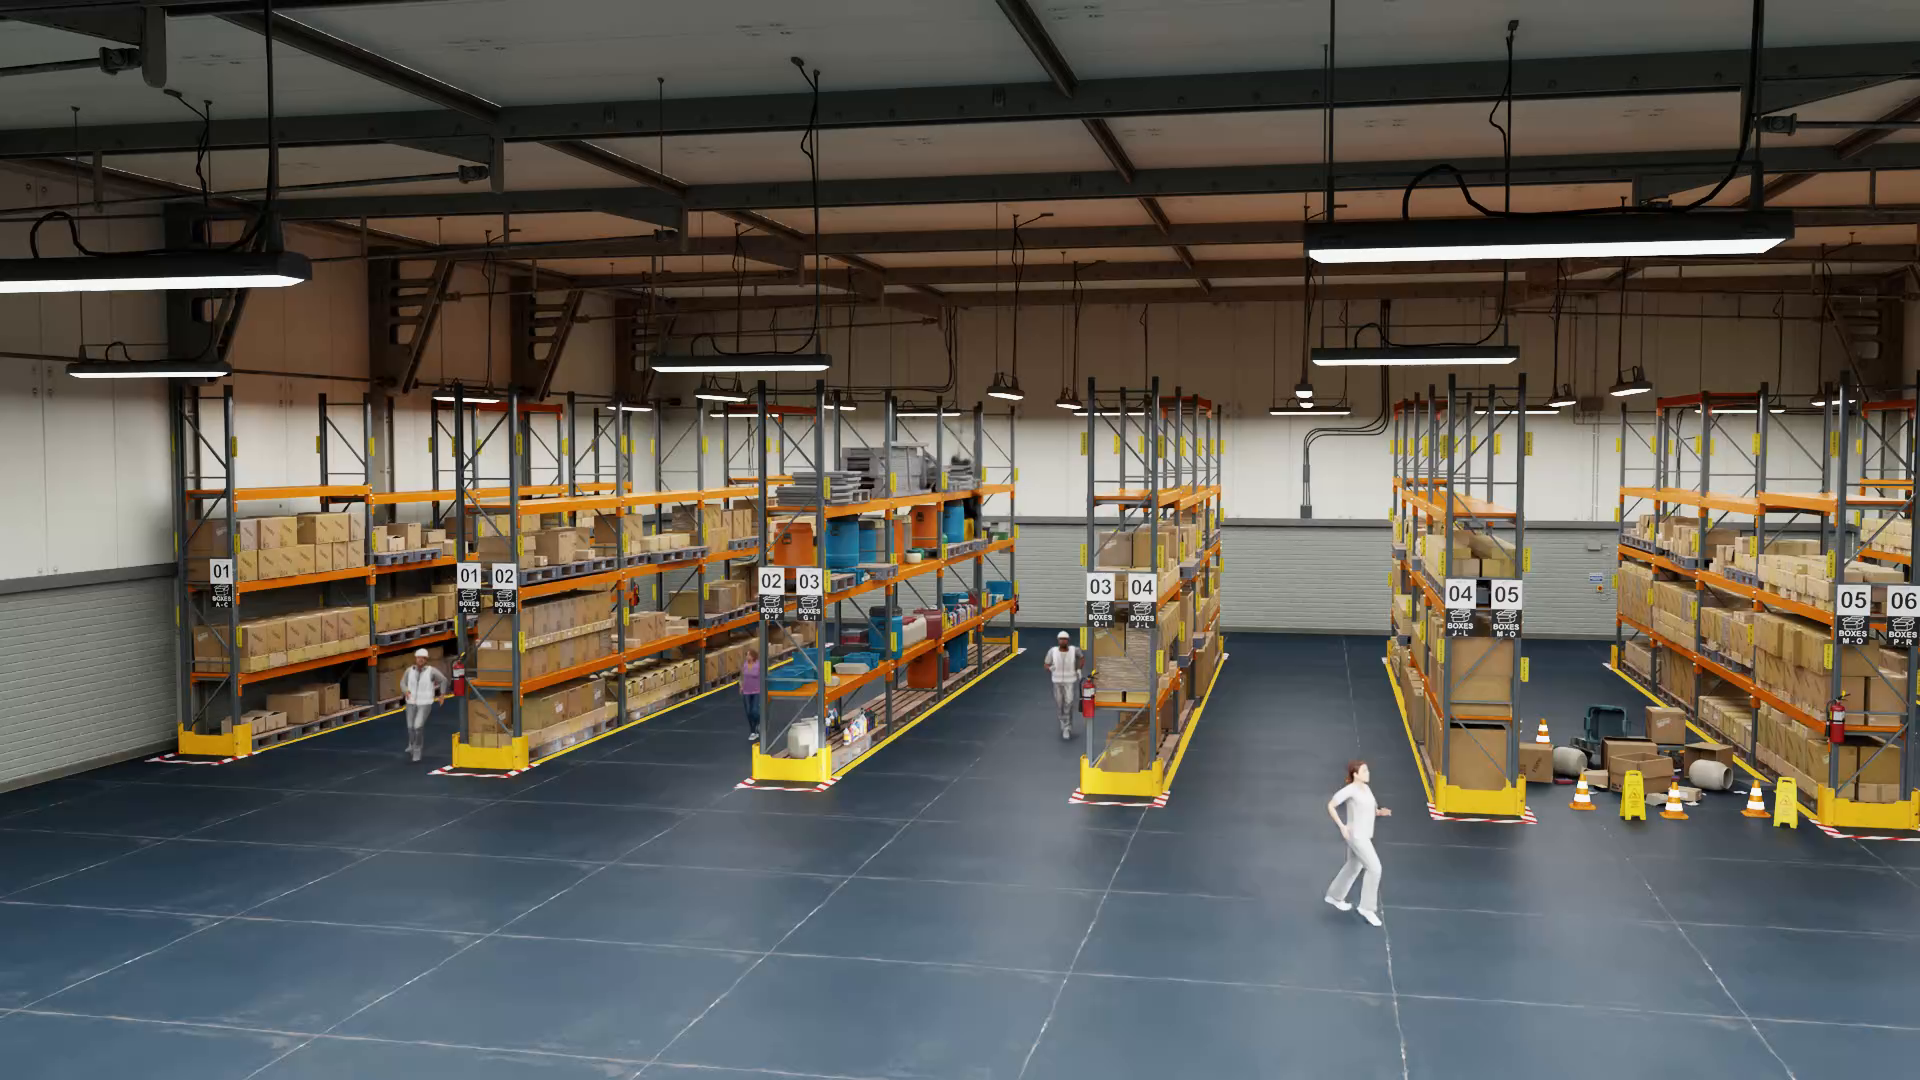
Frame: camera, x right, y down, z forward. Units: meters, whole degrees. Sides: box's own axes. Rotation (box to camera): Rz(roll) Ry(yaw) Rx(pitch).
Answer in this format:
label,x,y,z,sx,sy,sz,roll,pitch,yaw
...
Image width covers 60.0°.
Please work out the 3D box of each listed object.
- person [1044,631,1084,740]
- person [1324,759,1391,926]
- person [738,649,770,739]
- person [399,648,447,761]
label,x,y,z,sx,sy,sz,roll,pitch,yaw
person,1.794,2.485,28.816,0.672,1.819,0.928,1,3,10
person,4.200,3.178,17.597,0.754,1.724,0.533,2,4,36
person,-3.547,2.638,28.397,0.550,1.561,0.478,1,3,15
person,-8.647,2.644,26.727,0.709,1.831,0.710,0,3,2
